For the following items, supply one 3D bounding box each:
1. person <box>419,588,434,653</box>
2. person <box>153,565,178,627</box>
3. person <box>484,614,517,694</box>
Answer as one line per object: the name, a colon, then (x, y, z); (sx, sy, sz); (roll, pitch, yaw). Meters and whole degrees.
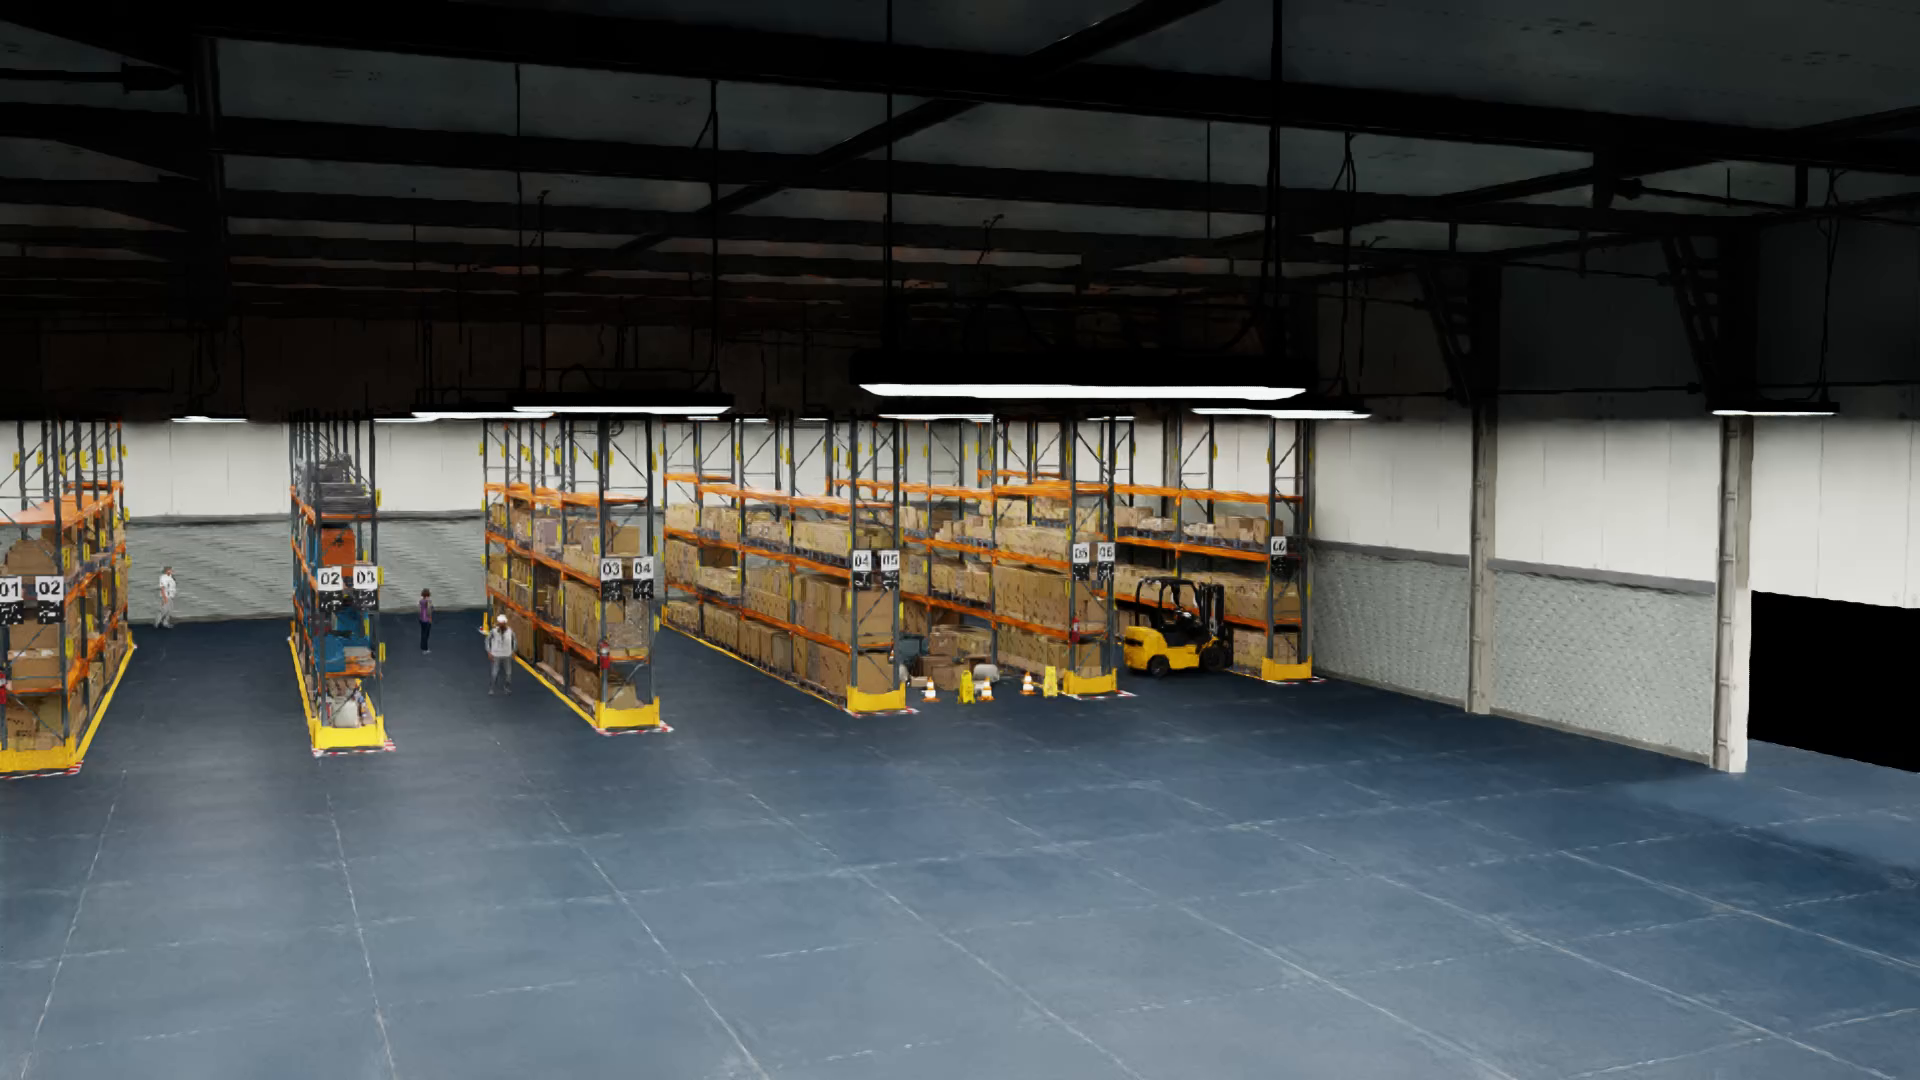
person: (-13.302, 2.003, 41.461); (0.515, 1.600, 0.351); (4, 6, 44)
person: (-22.224, 1.588, 46.486); (0.509, 1.738, 0.715); (0, 4, 2)
person: (-9.677, 2.410, 35.095); (0.677, 1.726, 0.574); (-2, 4, -25)
